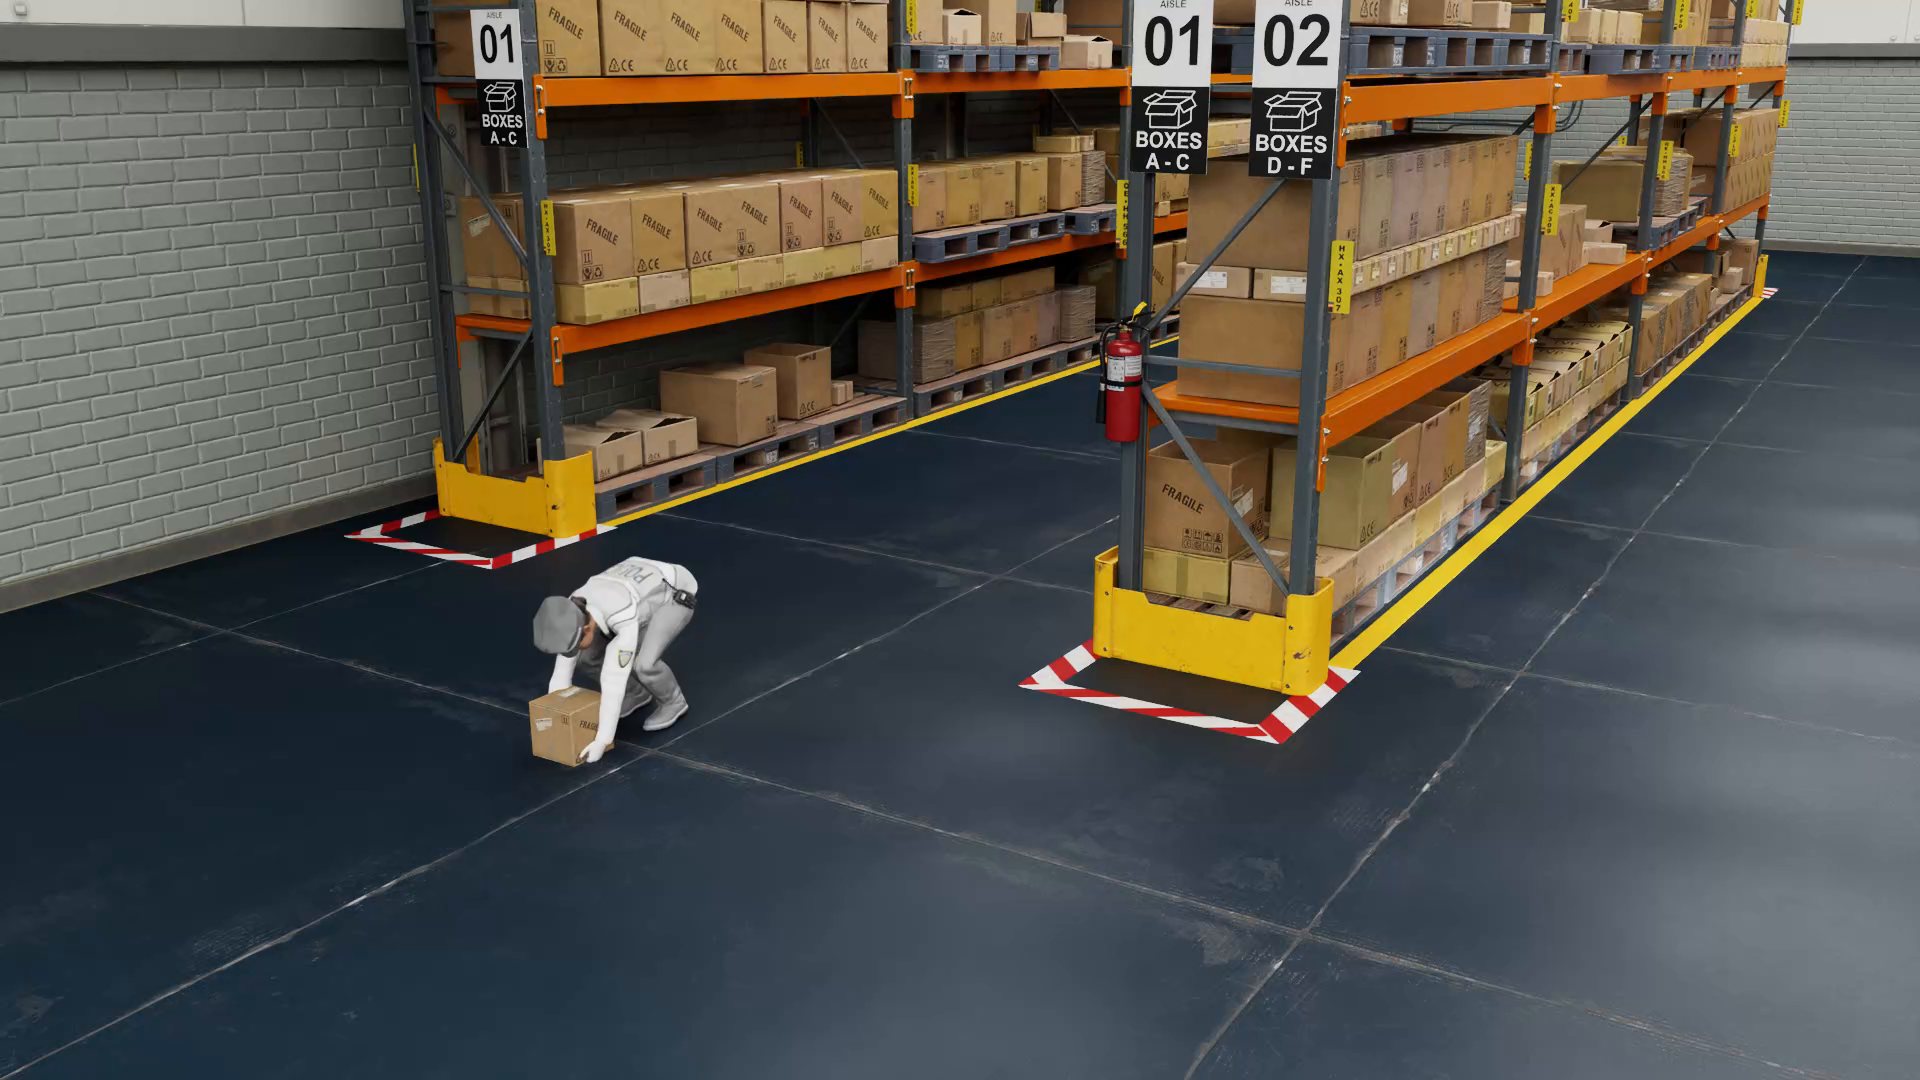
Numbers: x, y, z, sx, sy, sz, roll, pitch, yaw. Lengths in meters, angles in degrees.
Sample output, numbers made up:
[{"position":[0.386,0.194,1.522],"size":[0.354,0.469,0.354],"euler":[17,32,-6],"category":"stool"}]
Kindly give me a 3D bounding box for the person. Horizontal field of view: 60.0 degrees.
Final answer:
[{"position":[-1.538,0.509,7.459],"size":[0.459,0.760,0.914],"euler":[9,19,29],"category":"person"}]
